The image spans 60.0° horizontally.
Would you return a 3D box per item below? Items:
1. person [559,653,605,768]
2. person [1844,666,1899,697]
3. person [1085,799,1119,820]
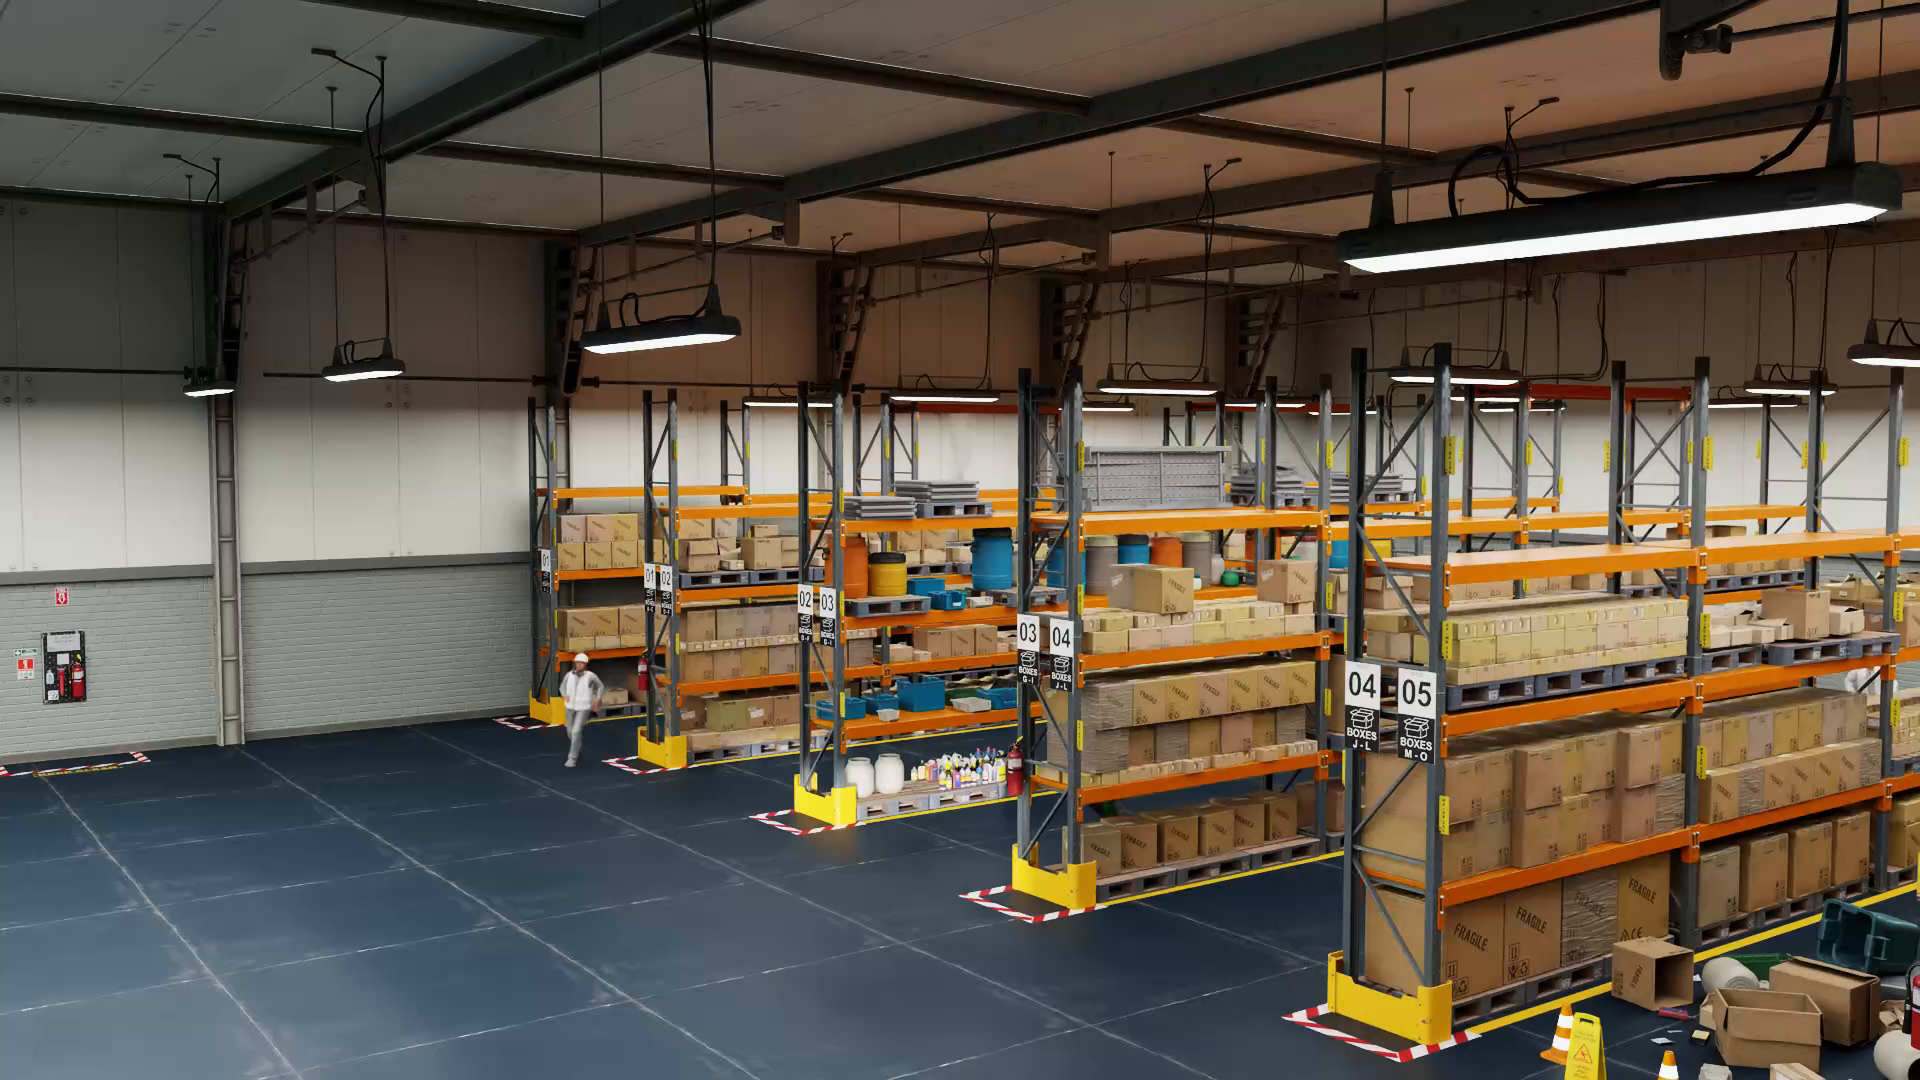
[{"bbox_3d":[-6.084,2.695,26.675,0.705,1.776,0.883,1,3,9],"label":"person"},{"bbox_3d":[14.908,2.698,27.205,0.775,1.763,0.692,2,4,25],"label":"person"},{"bbox_3d":[1.869,3.009,21.541,0.631,1.736,0.656,-3,5,-43],"label":"person"}]
